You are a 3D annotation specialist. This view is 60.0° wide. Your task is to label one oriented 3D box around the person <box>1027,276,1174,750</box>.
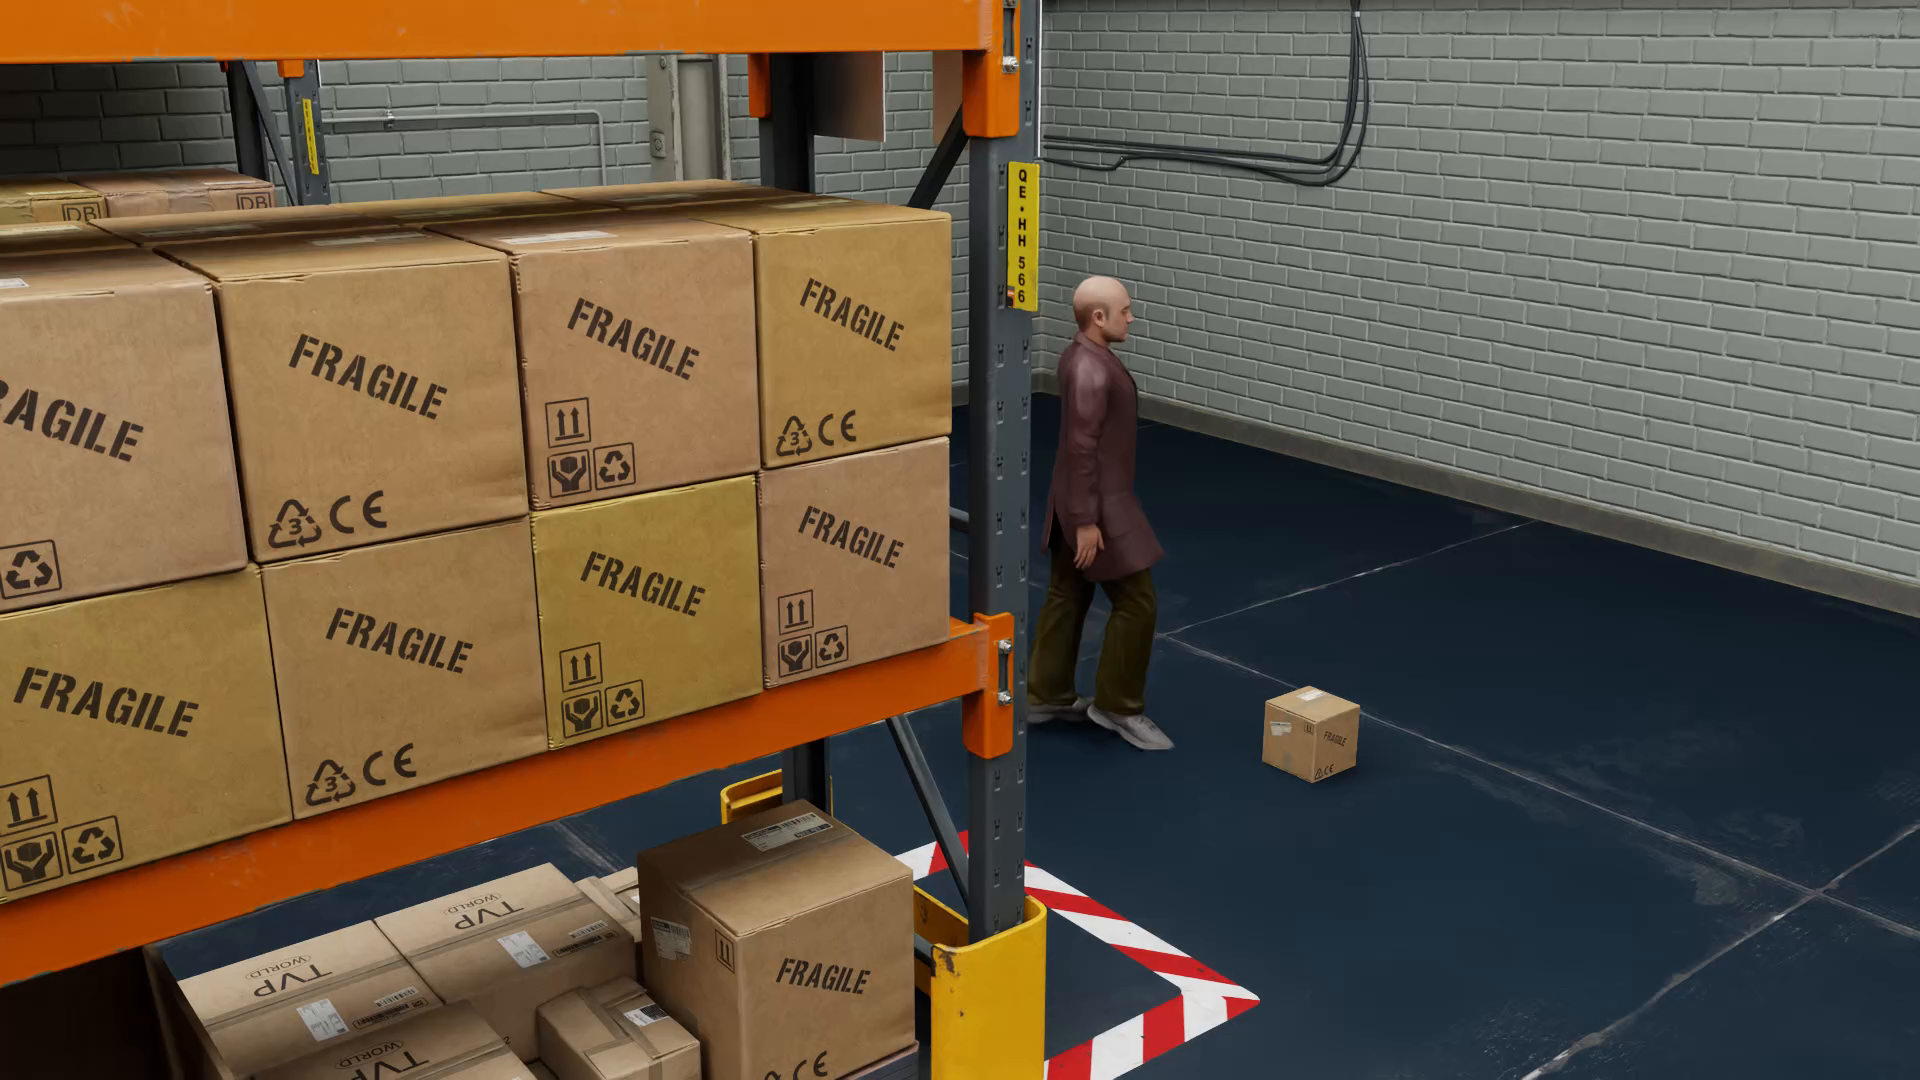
[{"bbox_3d":[0.518,-0.096,6.386,0.575,1.830,0.616,-3,18,-8],"label":"person"}]
